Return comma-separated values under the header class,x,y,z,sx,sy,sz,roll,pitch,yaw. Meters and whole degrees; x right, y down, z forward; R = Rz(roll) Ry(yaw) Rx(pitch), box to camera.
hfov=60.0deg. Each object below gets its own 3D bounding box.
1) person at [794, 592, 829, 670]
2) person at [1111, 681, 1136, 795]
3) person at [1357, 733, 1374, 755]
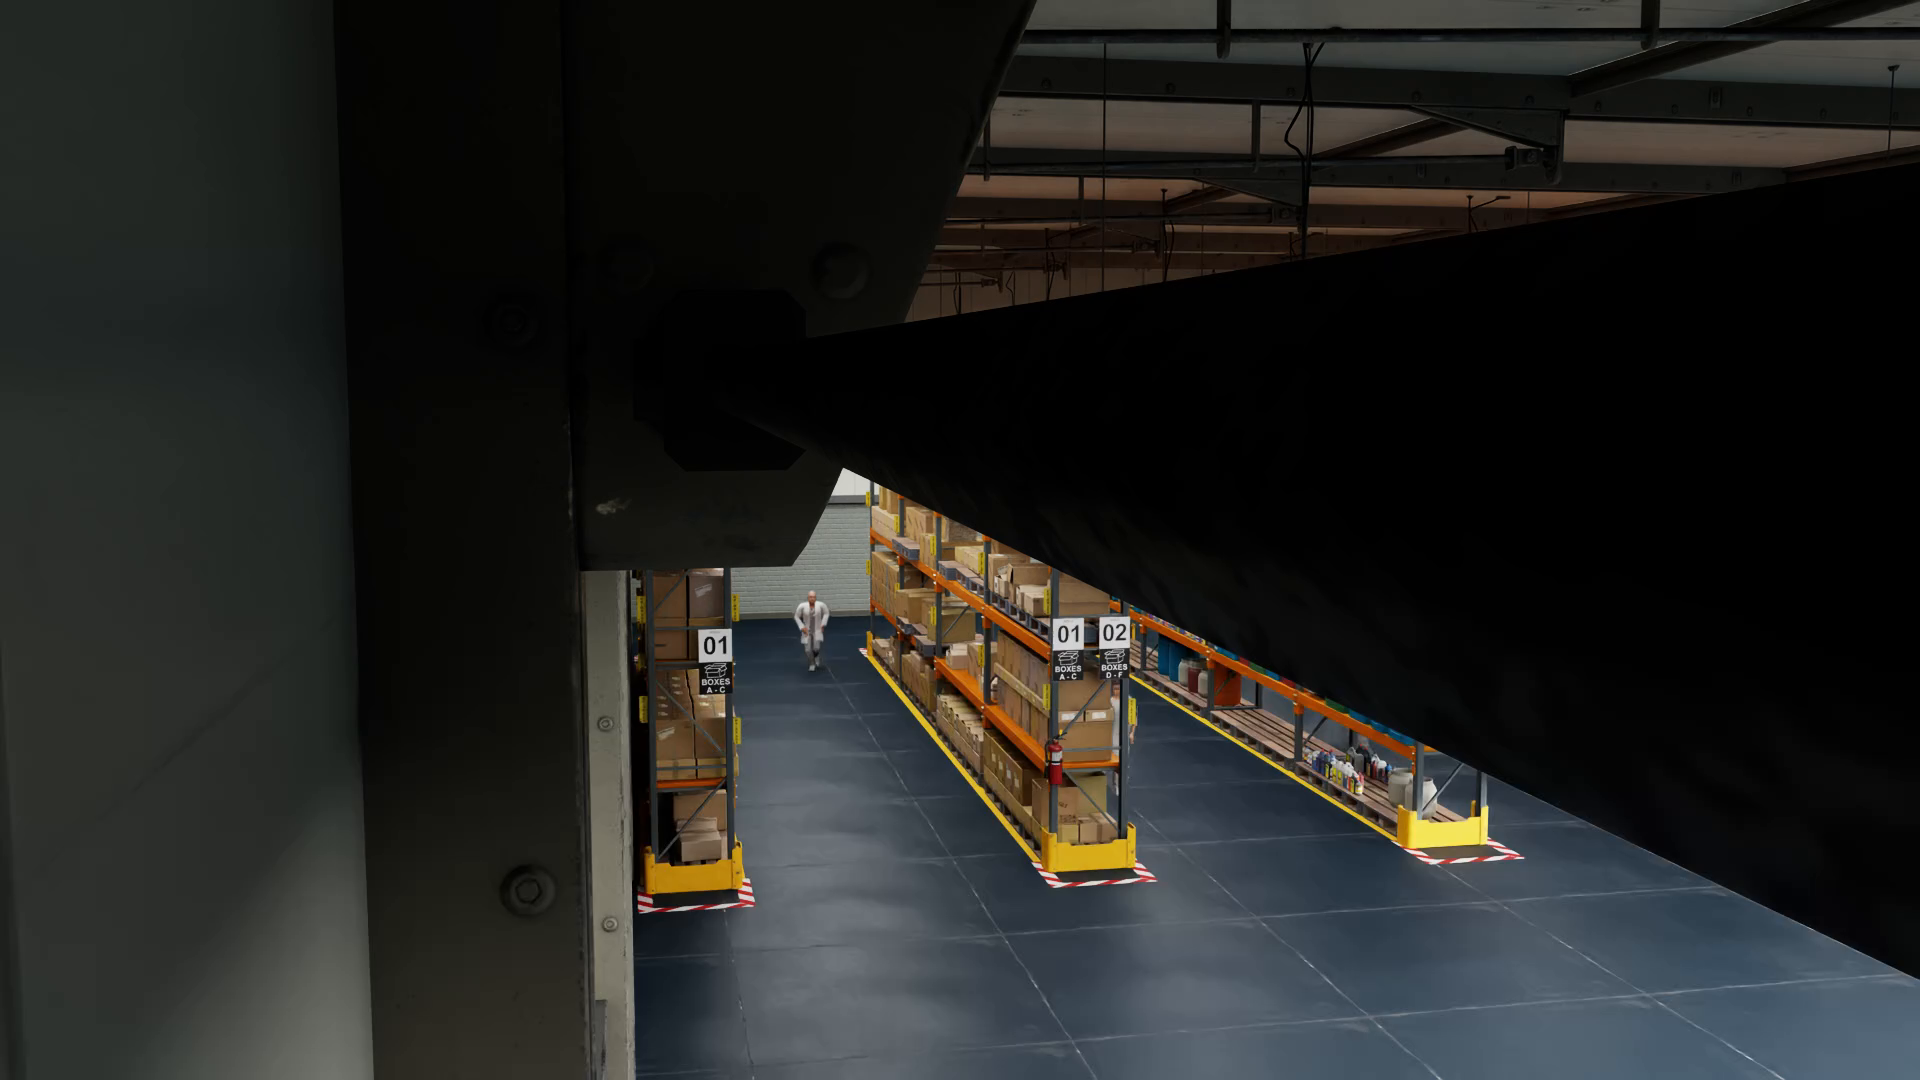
class,x,y,z,sx,sy,sz,roll,pitch,yaw
person,-3.080,1.890,34.600,0.726,1.688,0.661,0,6,-3
person,2.393,2.909,24.778,0.465,1.637,0.893,0,6,4
person,6.631,2.634,27.441,0.588,1.679,0.886,-2,6,-14
